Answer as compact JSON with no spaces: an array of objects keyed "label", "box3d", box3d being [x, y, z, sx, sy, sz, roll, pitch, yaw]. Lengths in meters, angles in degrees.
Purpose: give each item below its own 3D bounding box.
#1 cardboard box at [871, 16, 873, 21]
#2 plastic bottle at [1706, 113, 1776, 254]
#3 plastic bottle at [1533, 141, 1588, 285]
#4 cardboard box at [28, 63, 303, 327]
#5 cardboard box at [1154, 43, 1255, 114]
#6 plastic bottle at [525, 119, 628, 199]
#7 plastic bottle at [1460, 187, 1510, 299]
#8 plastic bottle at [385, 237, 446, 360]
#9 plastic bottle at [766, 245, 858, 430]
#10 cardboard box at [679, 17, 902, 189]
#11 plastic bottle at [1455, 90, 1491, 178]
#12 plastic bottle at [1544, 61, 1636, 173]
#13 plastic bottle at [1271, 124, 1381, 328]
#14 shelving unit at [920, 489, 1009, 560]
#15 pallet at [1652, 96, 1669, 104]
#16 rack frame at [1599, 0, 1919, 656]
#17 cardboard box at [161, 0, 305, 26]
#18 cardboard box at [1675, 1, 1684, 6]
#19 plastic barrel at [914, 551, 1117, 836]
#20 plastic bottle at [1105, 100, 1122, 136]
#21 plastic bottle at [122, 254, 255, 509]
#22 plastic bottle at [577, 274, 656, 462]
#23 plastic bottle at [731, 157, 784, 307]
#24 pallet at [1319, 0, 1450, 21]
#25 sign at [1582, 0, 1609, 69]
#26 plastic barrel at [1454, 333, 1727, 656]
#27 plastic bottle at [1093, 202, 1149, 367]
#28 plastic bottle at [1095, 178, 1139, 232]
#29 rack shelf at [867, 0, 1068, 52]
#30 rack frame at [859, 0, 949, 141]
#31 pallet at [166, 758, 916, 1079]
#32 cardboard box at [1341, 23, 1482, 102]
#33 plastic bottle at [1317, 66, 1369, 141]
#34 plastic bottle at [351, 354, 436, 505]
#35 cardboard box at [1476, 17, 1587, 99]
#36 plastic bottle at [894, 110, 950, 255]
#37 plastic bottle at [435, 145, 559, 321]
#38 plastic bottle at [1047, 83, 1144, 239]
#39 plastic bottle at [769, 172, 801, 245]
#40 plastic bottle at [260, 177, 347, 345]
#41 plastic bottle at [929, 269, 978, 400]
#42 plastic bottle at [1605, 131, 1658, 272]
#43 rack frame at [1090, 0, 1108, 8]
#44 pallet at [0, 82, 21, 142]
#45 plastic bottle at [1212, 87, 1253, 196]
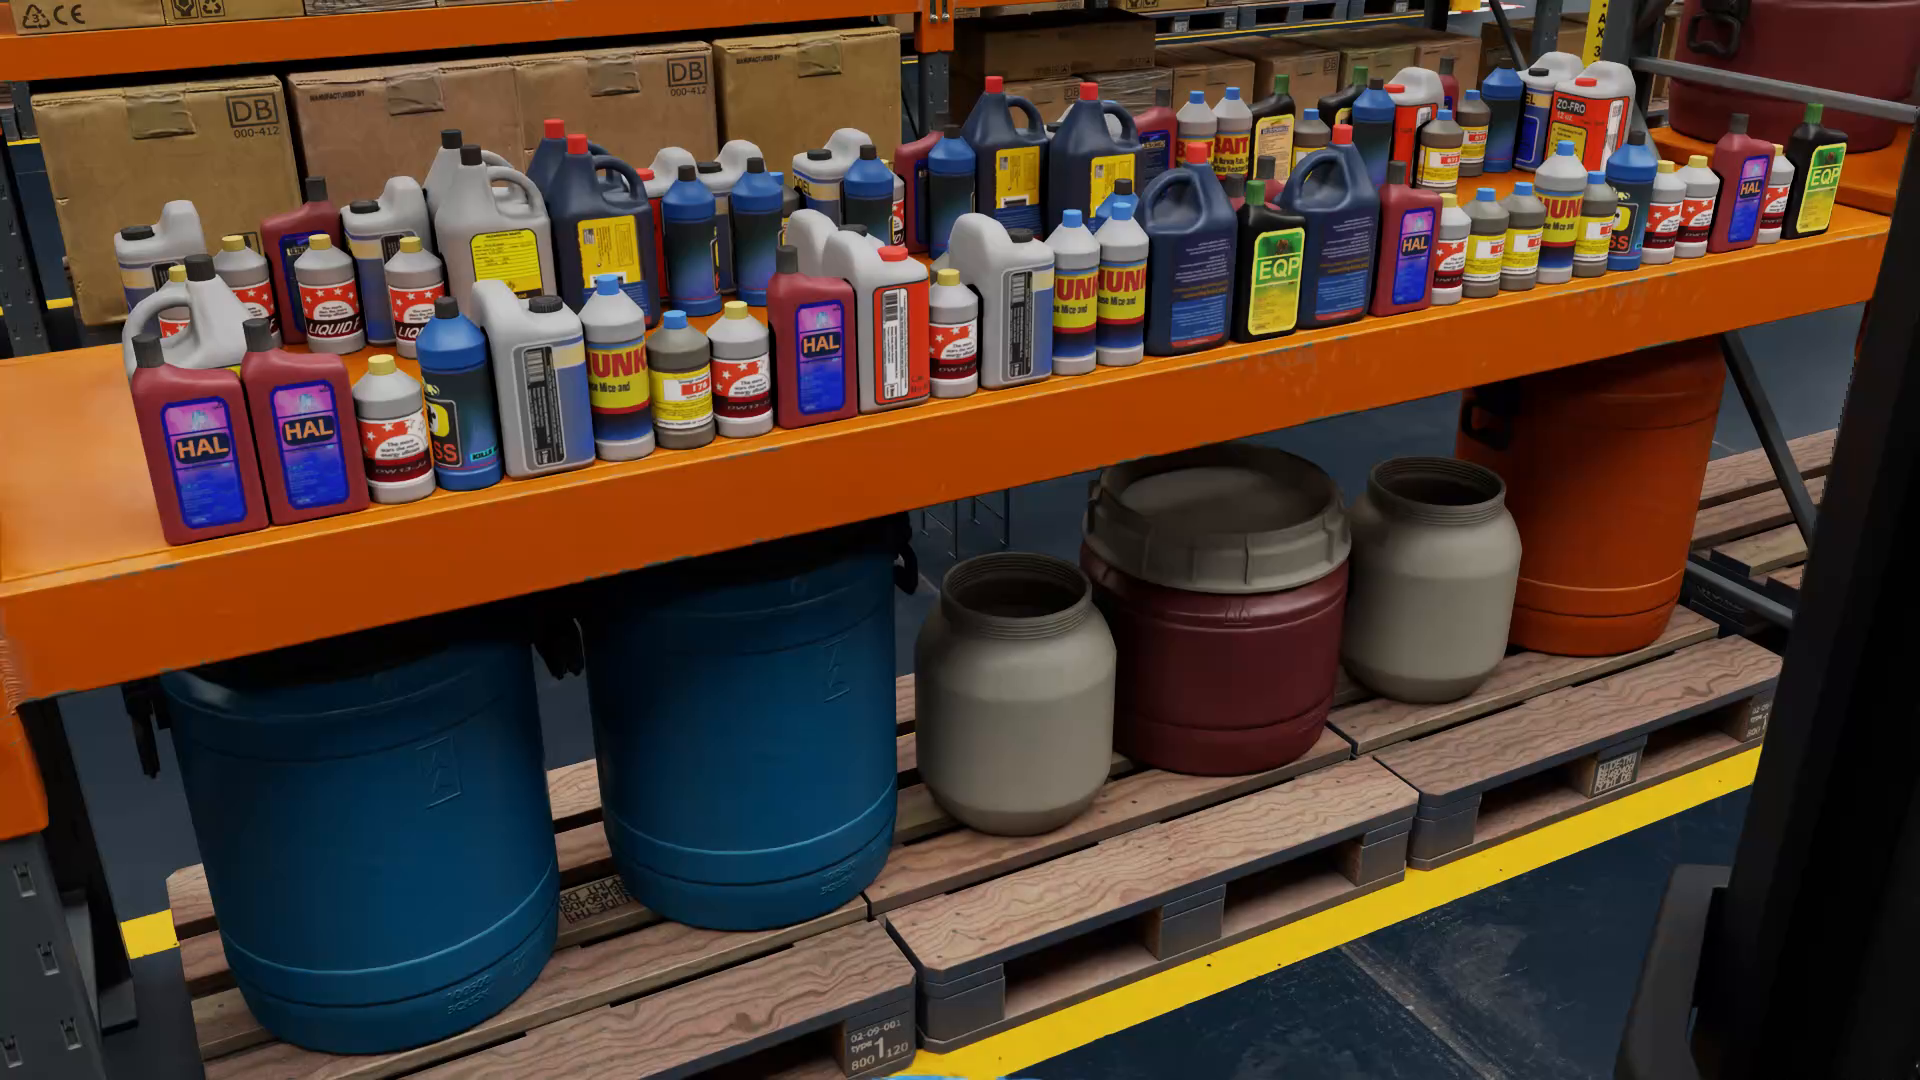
[{"label":"cardboard box","box3d":[-1.235,-4.346,12.951,0.750,0.750,1.050,-13,28,-24]},{"label":"plastic bottle","box3d":[1.631,-0.751,3.483,0.133,0.283,0.061,-13,29,-25]},{"label":"plastic bottle","box3d":[1.177,-0.650,3.286,0.097,0.271,0.097,0,26,0]},{"label":"cardboard box","box3d":[-3.314,-1.542,6.966,0.875,0.875,1.225,-13,29,-25]},{"label":"cardboard box","box3d":[1.223,-2.439,9.244,0.500,0.500,0.700,-11,28,-21]},{"label":"plastic bottle","box3d":[-0.718,-0.609,3.109,0.185,0.351,0.144,-13,29,-25]},{"label":"plastic bottle","box3d":[1.005,-0.578,3.219,0.097,0.201,0.097,0,26,0]},{"label":"plastic bottle","box3d":[-0.945,-0.426,2.901,0.097,0.201,0.097,0,26,0]},{"label":"plastic bottle","box3d":[-0.230,-0.321,2.588,0.133,0.283,0.061,-13,29,-25]},{"label":"cardboard box","box3d":[-0.958,-2.086,8.099,0.875,0.875,1.225,-14,29,-27]},{"label":"plastic bottle","box3d":[1.256,-1.009,4.114,0.097,0.201,0.097,0,26,0]},{"label":"plastic bottle","box3d":[1.529,-1.017,4.046,0.135,0.276,0.152,-13,29,-25]},{"label":"plastic bottle","box3d":[0.666,-0.579,3.047,0.185,0.351,0.144,-13,29,-25]},{"label":"shelving unit","box3d":[0.013,-0.544,4.996,0.189,1.200,0.258,-13,29,-25]},{"label":"pallet","box3d":[4.844,-2.945,11.141,1.213,0.211,1.003,-13,29,-25]},{"label":"rack frame","box3d":[1.991,-1.096,4.067,0.127,3.000,1.000,-13,29,-25]},{"label":"cardboard box","box3d":[-2.902,-2.319,6.498,0.500,0.500,0.500,-13,29,-25]},{"label":"cardboard box","box3d":[5.088,-3.303,11.067,0.500,0.500,0.500,-10,27,-20]},{"label":"plastic barrel","box3d":[0.115,0.322,3.503,0.421,0.512,0.421,0,26,0]},{"label":"plastic bottle","box3d":[0.323,-0.825,3.651,0.097,0.271,0.097,0,26,0]},{"label":"plastic bottle","box3d":[-1.040,-0.215,2.289,0.185,0.351,0.144,-13,29,-25]},{"label":"plastic bottle","box3d":[-0.513,-0.260,2.474,0.097,0.271,0.097,0,26,0]},{"label":"plastic bottle","box3d":[-0.382,-0.587,3.157,0.097,0.271,0.097,0,26,0]},{"label":"pallet","box3d":[3.806,-5.082,15.590,1.213,0.211,1.003,-13,29,-25]},{"label":"sign","box3d":[1.726,-1.378,4.466,0.005,0.325,0.100,-13,29,-25]},{"label":"plastic barrel","box3d":[1.567,-0.201,4.224,0.708,0.830,0.600,-13,29,-25]},{"label":"plastic bottle","box3d":[0.272,-0.441,2.851,0.097,0.271,0.097,0,26,0]},{"label":"plastic bottle","box3d":[0.290,-0.516,3.007,0.097,0.271,0.097,0,26,0]},{"label":"rack shelf","box3d":[1.425,-3.070,9.010,4.000,0.370,1.077,-13,29,-25]},{"label":"rack frame","box3d":[-0.340,-2.987,8.006,0.127,3.000,1.000,-13,29,-25]},{"label":"pallet","box3d":[-0.838,0.835,3.268,1.213,0.211,1.003,-13,29,-25]},{"label":"cardboard box","box3d":[2.638,-2.757,9.906,0.500,0.500,0.700,-15,30,-29]},{"label":"plastic bottle","box3d":[0.909,-0.974,3.949,0.133,0.283,0.061,-13,29,-25]},{"label":"plastic bottle","box3d":[-0.803,-0.161,2.349,0.097,0.201,0.097,0,26,0]},{"label":"cardboard box","box3d":[3.562,-2.931,10.291,0.500,0.500,0.500,-14,29,-27]},{"label":"plastic bottle","box3d":[-0.069,-0.749,3.478,0.133,0.283,0.061,-13,29,-25]},{"label":"plastic bottle","box3d":[-0.814,-0.516,2.916,0.185,0.351,0.144,-13,29,-25]},{"label":"plastic bottle","box3d":[0.281,-0.765,3.434,0.185,0.351,0.144,-13,29,-25]},{"label":"plastic bottle","box3d":[-0.367,-0.634,3.334,0.097,0.201,0.097,0,26,0]},{"label":"plastic bottle","box3d":[-1.160,-0.497,2.954,0.133,0.283,0.061,-13,29,-25]},{"label":"plastic bottle","box3d":[-0.019,-0.342,2.726,0.097,0.201,0.097,0,26,0]},{"label":"plastic bottle","box3d":[1.349,-0.689,3.369,0.097,0.271,0.097,0,26,0]},{"label":"rack frame","box3d":[0.945,-5.717,13.691,0.127,3.000,1.000,-13,29,-25]},{"label":"pallet","box3d":[-6.690,-2.680,10.588,1.213,0.211,1.003,-13,29,-25]},{"label":"plastic bottle","box3d":[0.612,-0.892,3.790,0.097,0.271,0.097,0,26,0]}]
